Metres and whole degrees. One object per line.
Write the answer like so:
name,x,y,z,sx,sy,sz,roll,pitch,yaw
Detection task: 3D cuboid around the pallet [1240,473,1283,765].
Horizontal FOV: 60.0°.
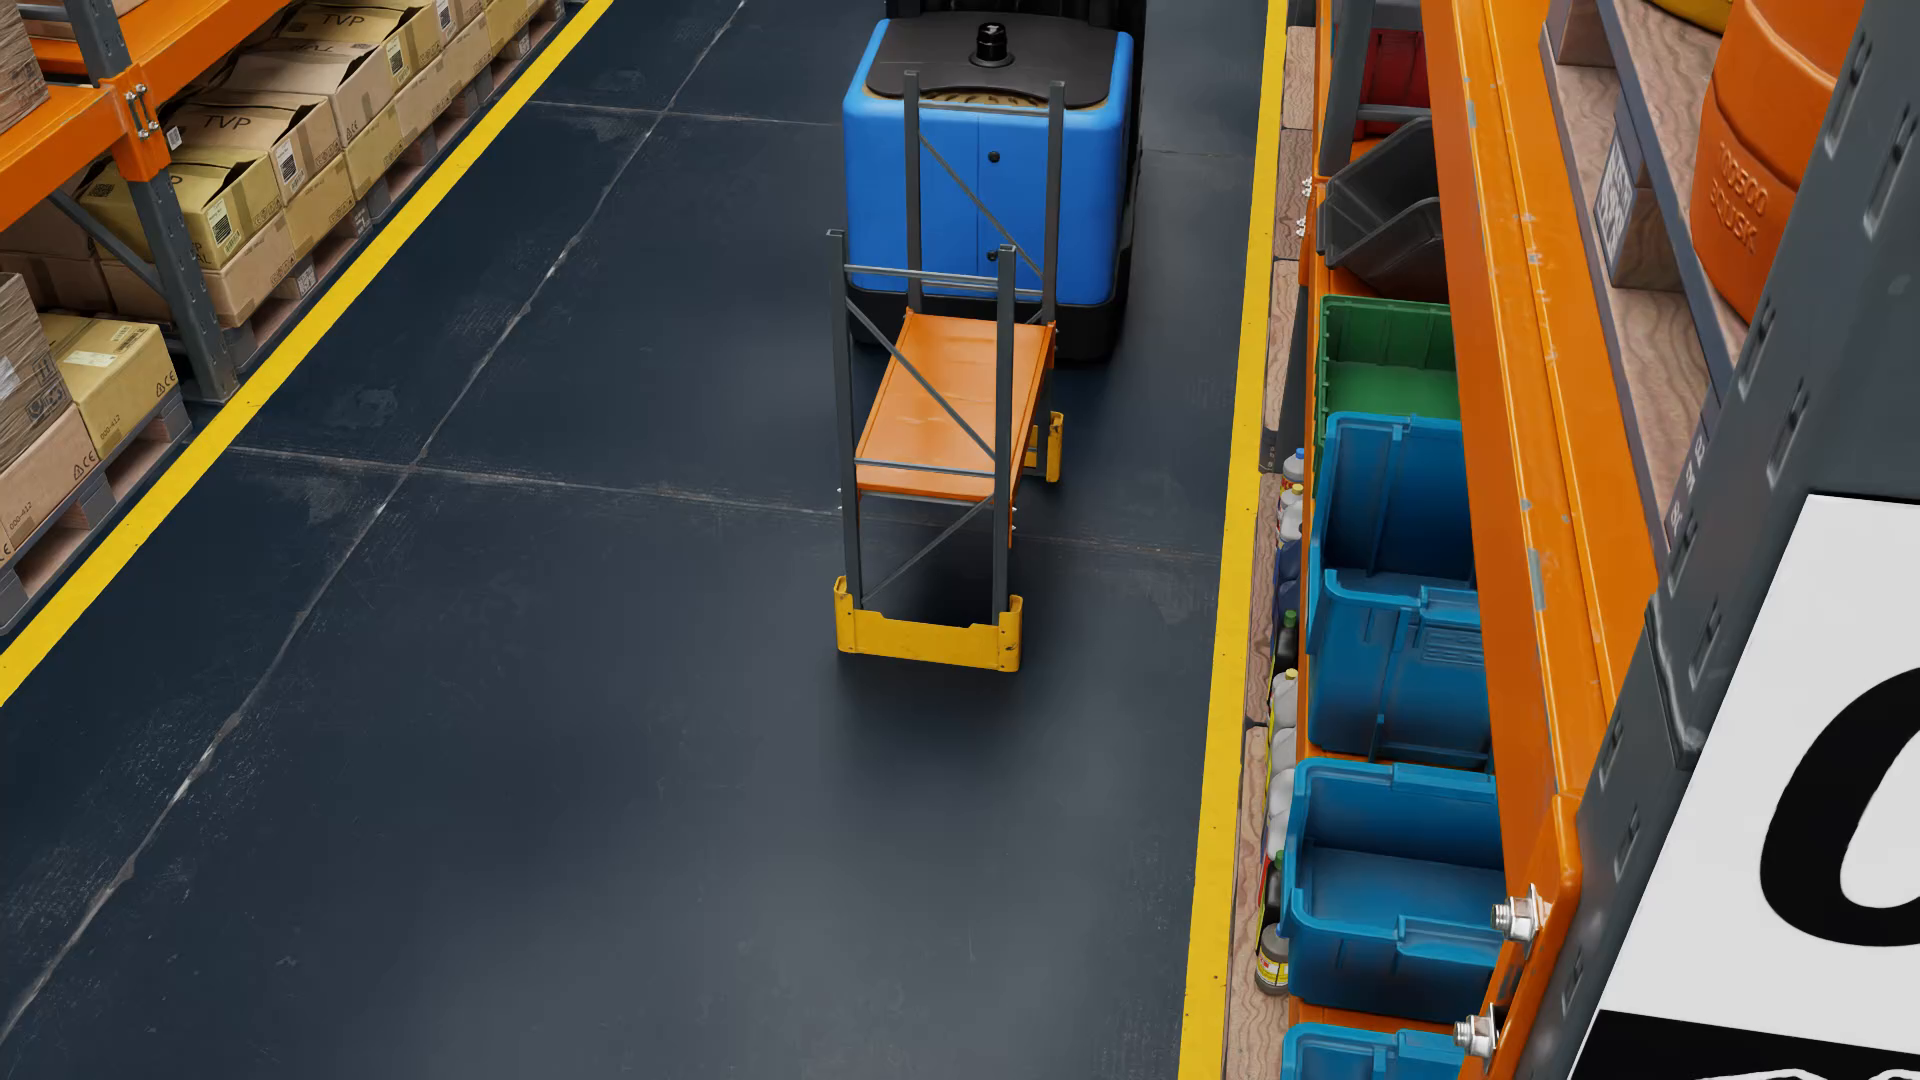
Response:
pallet,1.423,0.276,5.250,1.003,0.211,1.213,6,40,8

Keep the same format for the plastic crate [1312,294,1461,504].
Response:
plastic crate,1.067,-0.313,3.941,0.450,0.188,0.662,6,40,8

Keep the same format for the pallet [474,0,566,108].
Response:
pallet,-2.786,-2.687,8.835,1.003,0.211,1.213,6,40,8

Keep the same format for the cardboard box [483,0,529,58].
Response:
cardboard box,-2.542,-2.696,8.485,0.500,0.250,0.500,6,40,7

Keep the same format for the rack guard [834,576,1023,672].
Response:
rack guard,-0.099,0.264,5.234,0.587,0.250,0.087,6,40,8

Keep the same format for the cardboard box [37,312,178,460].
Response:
cardboard box,-3.163,-0.551,5.891,0.500,0.250,0.500,6,40,8

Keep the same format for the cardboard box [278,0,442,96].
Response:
cardboard box,-2.716,-2.279,7.541,0.500,0.311,0.500,7,40,9

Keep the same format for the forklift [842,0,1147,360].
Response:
forklift,0.267,-2.769,6.799,1.130,2.935,3.031,5,40,6

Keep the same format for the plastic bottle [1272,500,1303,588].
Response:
plastic bottle,1.064,0.022,5.161,0.152,0.276,0.135,8,40,9

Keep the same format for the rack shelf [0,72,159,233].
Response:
rack shelf,-3.644,-0.232,4.241,1.077,0.370,4.000,6,40,8

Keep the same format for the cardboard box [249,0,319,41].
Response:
cardboard box,-3.247,-2.323,7.594,0.500,0.311,0.500,6,40,7

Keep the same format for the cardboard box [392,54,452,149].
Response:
cardboard box,-2.718,-2.057,7.712,0.500,0.250,0.500,7,40,9

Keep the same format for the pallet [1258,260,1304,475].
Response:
pallet,1.678,-0.638,6.356,1.003,0.211,1.213,6,40,8

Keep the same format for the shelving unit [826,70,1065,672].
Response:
shelving unit,-0.013,-0.530,5.214,0.587,1.500,1.083,6,40,8

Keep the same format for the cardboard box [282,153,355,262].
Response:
cardboard box,-2.894,-1.413,6.933,0.500,0.250,0.500,7,40,9

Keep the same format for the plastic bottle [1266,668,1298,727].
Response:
plastic bottle,0.927,0.448,4.705,0.097,0.201,0.097,0,40,0

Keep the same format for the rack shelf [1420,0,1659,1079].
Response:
rack shelf,1.234,-0.839,2.621,1.077,0.370,4.000,6,40,8

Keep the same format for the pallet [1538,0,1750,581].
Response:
pallet,1.128,-0.297,1.549,1.003,0.211,1.213,6,40,8

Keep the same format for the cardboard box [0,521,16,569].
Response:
cardboard box,-3.331,0.077,5.131,0.500,0.250,0.500,6,40,8

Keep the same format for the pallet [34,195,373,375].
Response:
pallet,-3.209,-1.156,6.982,1.003,0.211,1.213,6,40,8

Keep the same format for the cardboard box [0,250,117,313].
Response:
cardboard box,-3.512,-1.158,6.625,0.500,0.250,0.500,6,40,7

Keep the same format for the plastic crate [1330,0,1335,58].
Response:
plastic crate,1.465,-1.936,5.750,0.392,0.384,0.575,6,40,8

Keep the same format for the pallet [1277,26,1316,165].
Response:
pallet,2.100,-2.169,8.208,1.003,0.211,1.213,6,40,8

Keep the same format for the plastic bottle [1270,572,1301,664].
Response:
plastic bottle,0.999,0.215,4.869,0.144,0.351,0.185,5,40,6

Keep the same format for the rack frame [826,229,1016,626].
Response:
rack frame,-0.103,-0.205,4.821,0.500,1.500,0.032,6,40,8

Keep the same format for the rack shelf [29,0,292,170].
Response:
rack shelf,-2.952,-2.742,7.277,1.077,0.370,4.000,6,40,8

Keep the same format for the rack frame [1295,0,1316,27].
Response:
rack frame,2.272,-3.726,7.902,1.000,3.000,0.127,6,40,8

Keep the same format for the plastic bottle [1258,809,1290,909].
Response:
plastic bottle,0.845,0.819,4.198,0.152,0.276,0.135,7,40,8

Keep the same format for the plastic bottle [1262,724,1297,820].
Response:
plastic bottle,0.893,0.599,4.405,0.144,0.351,0.185,8,40,10

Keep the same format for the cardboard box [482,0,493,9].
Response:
cardboard box,-2.537,-2.910,8.304,0.500,0.311,0.500,6,40,7

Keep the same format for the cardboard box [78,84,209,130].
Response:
cardboard box,-3.426,-1.695,6.835,0.500,0.311,0.500,7,40,9

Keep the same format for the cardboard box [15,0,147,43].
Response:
cardboard box,-3.256,-2.020,5.957,0.500,0.250,0.500,9,40,10

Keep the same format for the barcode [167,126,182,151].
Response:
barcode,-2.844,-1.454,6.018,0.001,0.075,0.075,6,40,8

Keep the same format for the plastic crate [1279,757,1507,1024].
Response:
plastic crate,0.798,0.598,2.789,0.499,0.251,0.408,6,40,8

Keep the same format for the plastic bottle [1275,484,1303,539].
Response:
plastic bottle,1.076,-0.091,5.357,0.097,0.201,0.097,0,40,0

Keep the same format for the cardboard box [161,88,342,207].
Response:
cardboard box,-2.889,-1.628,6.753,0.500,0.311,0.500,6,40,7

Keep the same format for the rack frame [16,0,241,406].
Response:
rack frame,-3.298,-1.764,5.530,1.000,3.000,0.127,6,40,8

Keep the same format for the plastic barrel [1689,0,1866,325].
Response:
plastic barrel,0.847,-0.508,0.989,0.600,0.830,0.708,6,40,8

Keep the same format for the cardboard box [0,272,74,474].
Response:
cardboard box,-3.261,-0.528,5.274,0.500,0.500,0.500,6,40,8

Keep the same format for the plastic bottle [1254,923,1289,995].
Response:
plastic bottle,0.774,1.003,4.034,0.097,0.201,0.097,0,40,0
